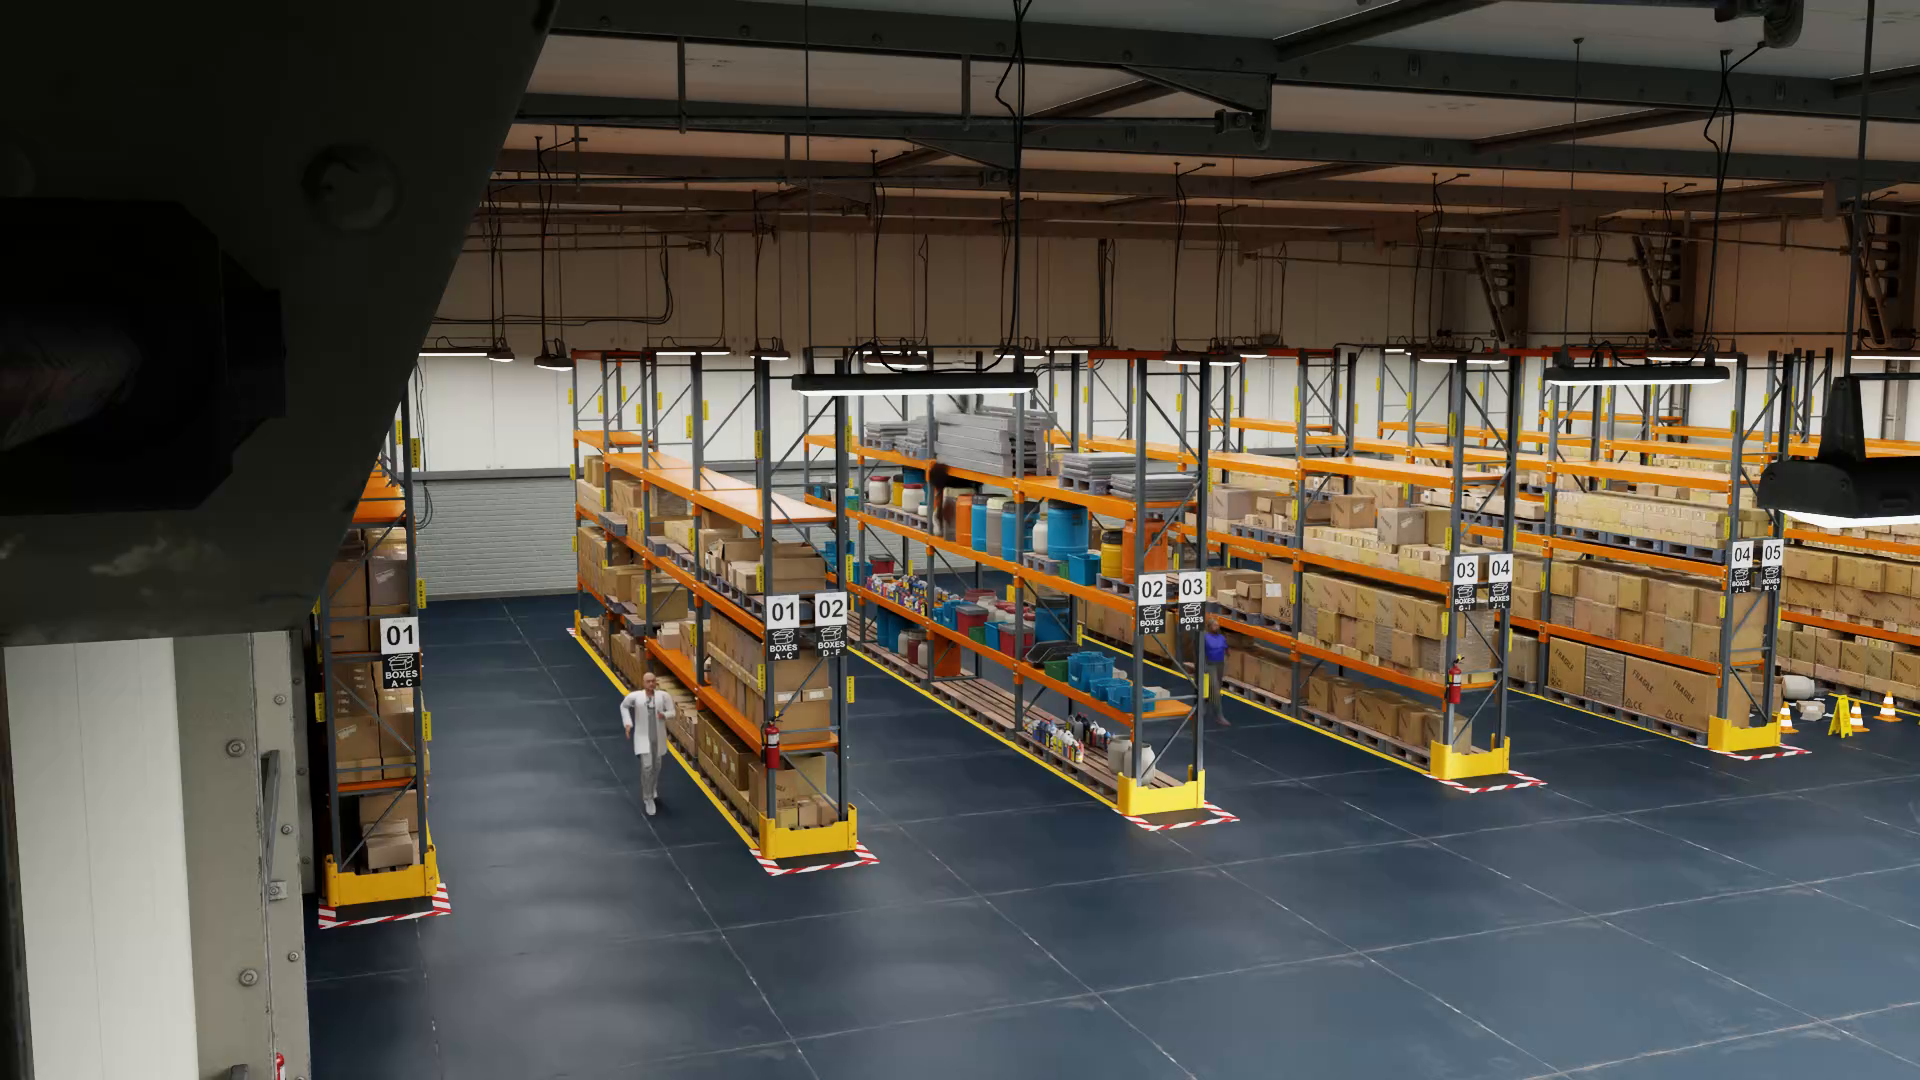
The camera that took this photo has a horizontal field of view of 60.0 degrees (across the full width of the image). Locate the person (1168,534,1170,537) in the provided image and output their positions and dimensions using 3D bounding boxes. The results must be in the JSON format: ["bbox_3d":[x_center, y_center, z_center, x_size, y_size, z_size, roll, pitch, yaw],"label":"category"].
[{"bbox_3d":[4.755,0.637,39.419,0.714,1.616,0.649,1,7,8],"label":"person"}]

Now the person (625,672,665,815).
[{"bbox_3d":[-4.155,2.676,22.276,0.647,1.836,0.908,-3,8,-25],"label":"person"}]

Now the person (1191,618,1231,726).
[{"bbox_3d":[4.039,2.083,26.514,0.574,1.607,0.941,-4,8,-31],"label":"person"}]
